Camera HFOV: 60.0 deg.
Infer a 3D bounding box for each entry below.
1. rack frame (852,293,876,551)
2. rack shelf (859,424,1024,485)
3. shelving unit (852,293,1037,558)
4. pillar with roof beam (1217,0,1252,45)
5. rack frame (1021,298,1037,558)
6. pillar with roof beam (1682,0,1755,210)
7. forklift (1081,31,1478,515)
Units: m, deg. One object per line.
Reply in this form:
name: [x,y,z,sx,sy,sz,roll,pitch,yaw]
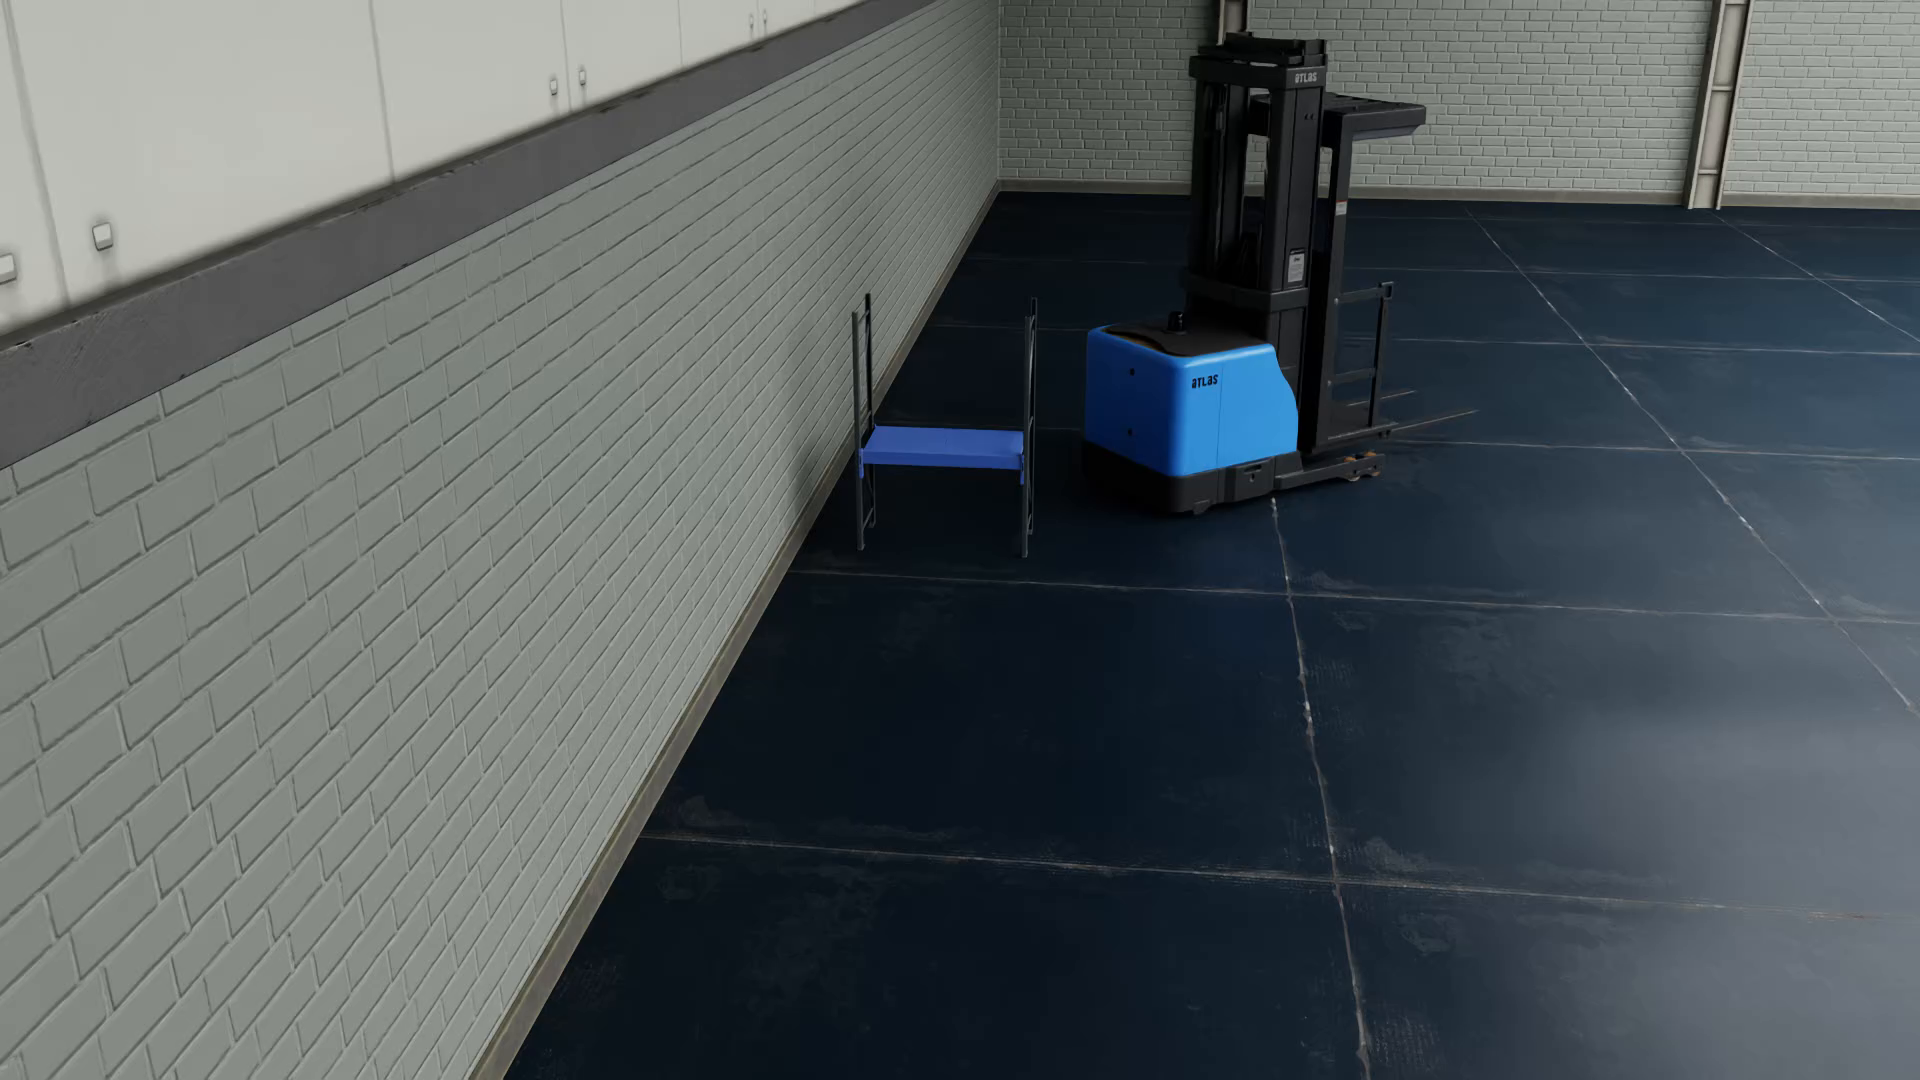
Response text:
rack frame: [-0.590,-0.723,10.229,0.032,1.500,0.500,2,22,6]
rack shelf: [-0.085,-0.534,10.240,1.000,0.185,0.538,2,22,6]
shelving unit: [-0.085,-0.701,10.173,1.048,1.500,0.538,2,22,6]
pillar with roof beam: [2.957,-7.110,16.185,0.400,9.000,9.100,2,22,6]
rack frame: [0.420,-0.679,10.118,0.032,1.500,0.500,2,22,6]
pillar with roof beam: [8.915,-6.851,15.528,0.400,9.000,9.100,2,22,6]
forklift: [2.355,-1.916,11.300,3.031,2.935,1.130,-13,25,-30]
